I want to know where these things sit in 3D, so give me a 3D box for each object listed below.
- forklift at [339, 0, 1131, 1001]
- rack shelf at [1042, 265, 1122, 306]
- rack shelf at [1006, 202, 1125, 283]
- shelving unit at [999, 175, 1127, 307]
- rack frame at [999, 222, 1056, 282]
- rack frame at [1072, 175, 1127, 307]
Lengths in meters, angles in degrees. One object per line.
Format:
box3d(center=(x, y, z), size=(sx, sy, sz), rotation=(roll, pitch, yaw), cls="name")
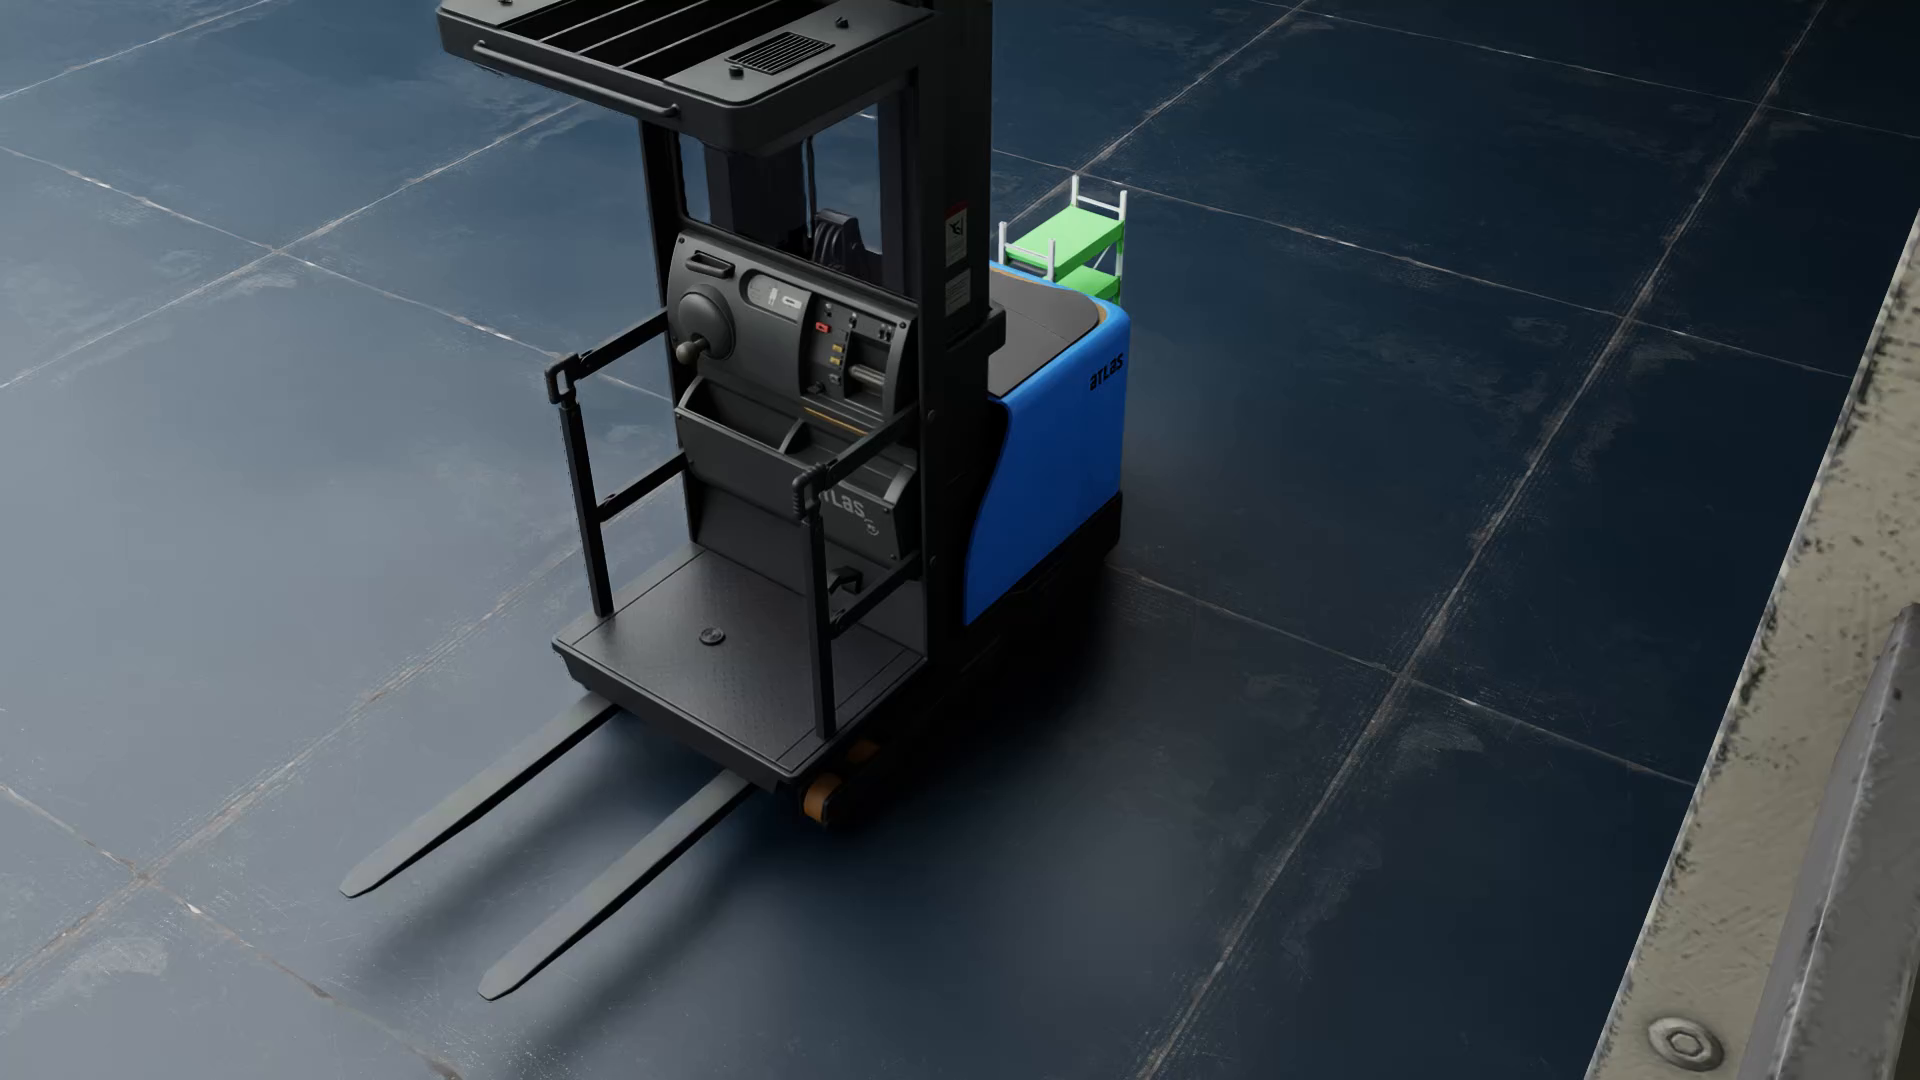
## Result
box3d(center=(-0.659, -0.581, 4.930), size=(1.130, 2.935, 3.031), rotation=(24, 44, 28), cls="forklift")
box3d(center=(0.392, -0.912, 6.489), size=(0.258, 0.148, 0.480), rotation=(24, 44, 28), cls="rack shelf")
box3d(center=(0.392, -1.102, 6.343), size=(0.258, 0.148, 0.480), rotation=(24, 44, 28), cls="rack shelf")
box3d(center=(0.392, -0.772, 6.597), size=(0.258, 1.200, 0.503), rotation=(24, 44, 28), cls="shelving unit")
box3d(center=(0.247, -0.653, 6.441), size=(0.240, 1.200, 0.015), rotation=(24, 44, 28), cls="rack frame")
box3d(center=(0.537, -0.892, 6.752), size=(0.240, 1.200, 0.015), rotation=(24, 44, 28), cls="rack frame")
